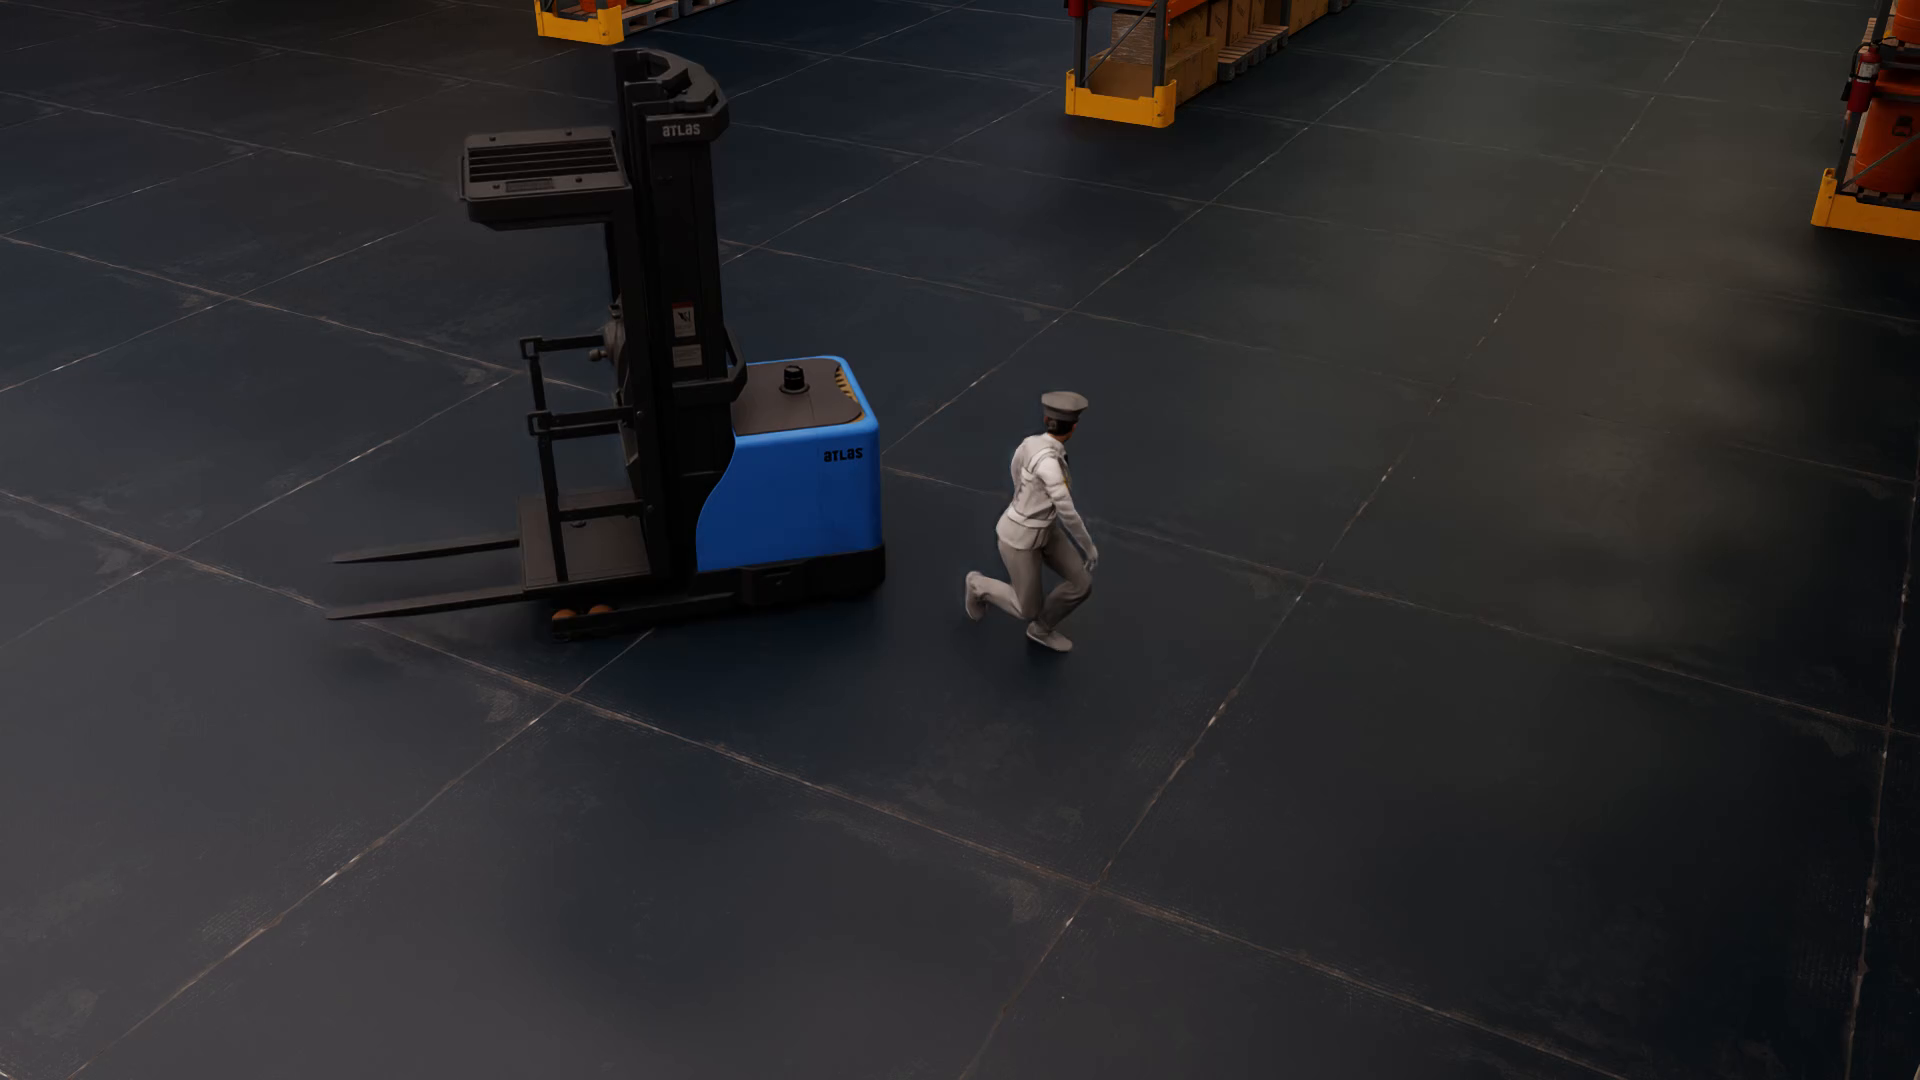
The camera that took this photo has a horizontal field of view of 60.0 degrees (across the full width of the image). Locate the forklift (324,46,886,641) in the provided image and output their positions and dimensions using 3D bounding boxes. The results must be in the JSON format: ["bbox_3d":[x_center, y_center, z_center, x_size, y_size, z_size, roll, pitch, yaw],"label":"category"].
[{"bbox_3d":[-2.000,-1.014,8.828,3.031,2.935,1.130,-8,31,-13],"label":"forklift"}]

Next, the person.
[{"bbox_3d":[0.398,-0.104,8.780,0.775,1.452,0.573,11,32,18],"label":"person"}]
